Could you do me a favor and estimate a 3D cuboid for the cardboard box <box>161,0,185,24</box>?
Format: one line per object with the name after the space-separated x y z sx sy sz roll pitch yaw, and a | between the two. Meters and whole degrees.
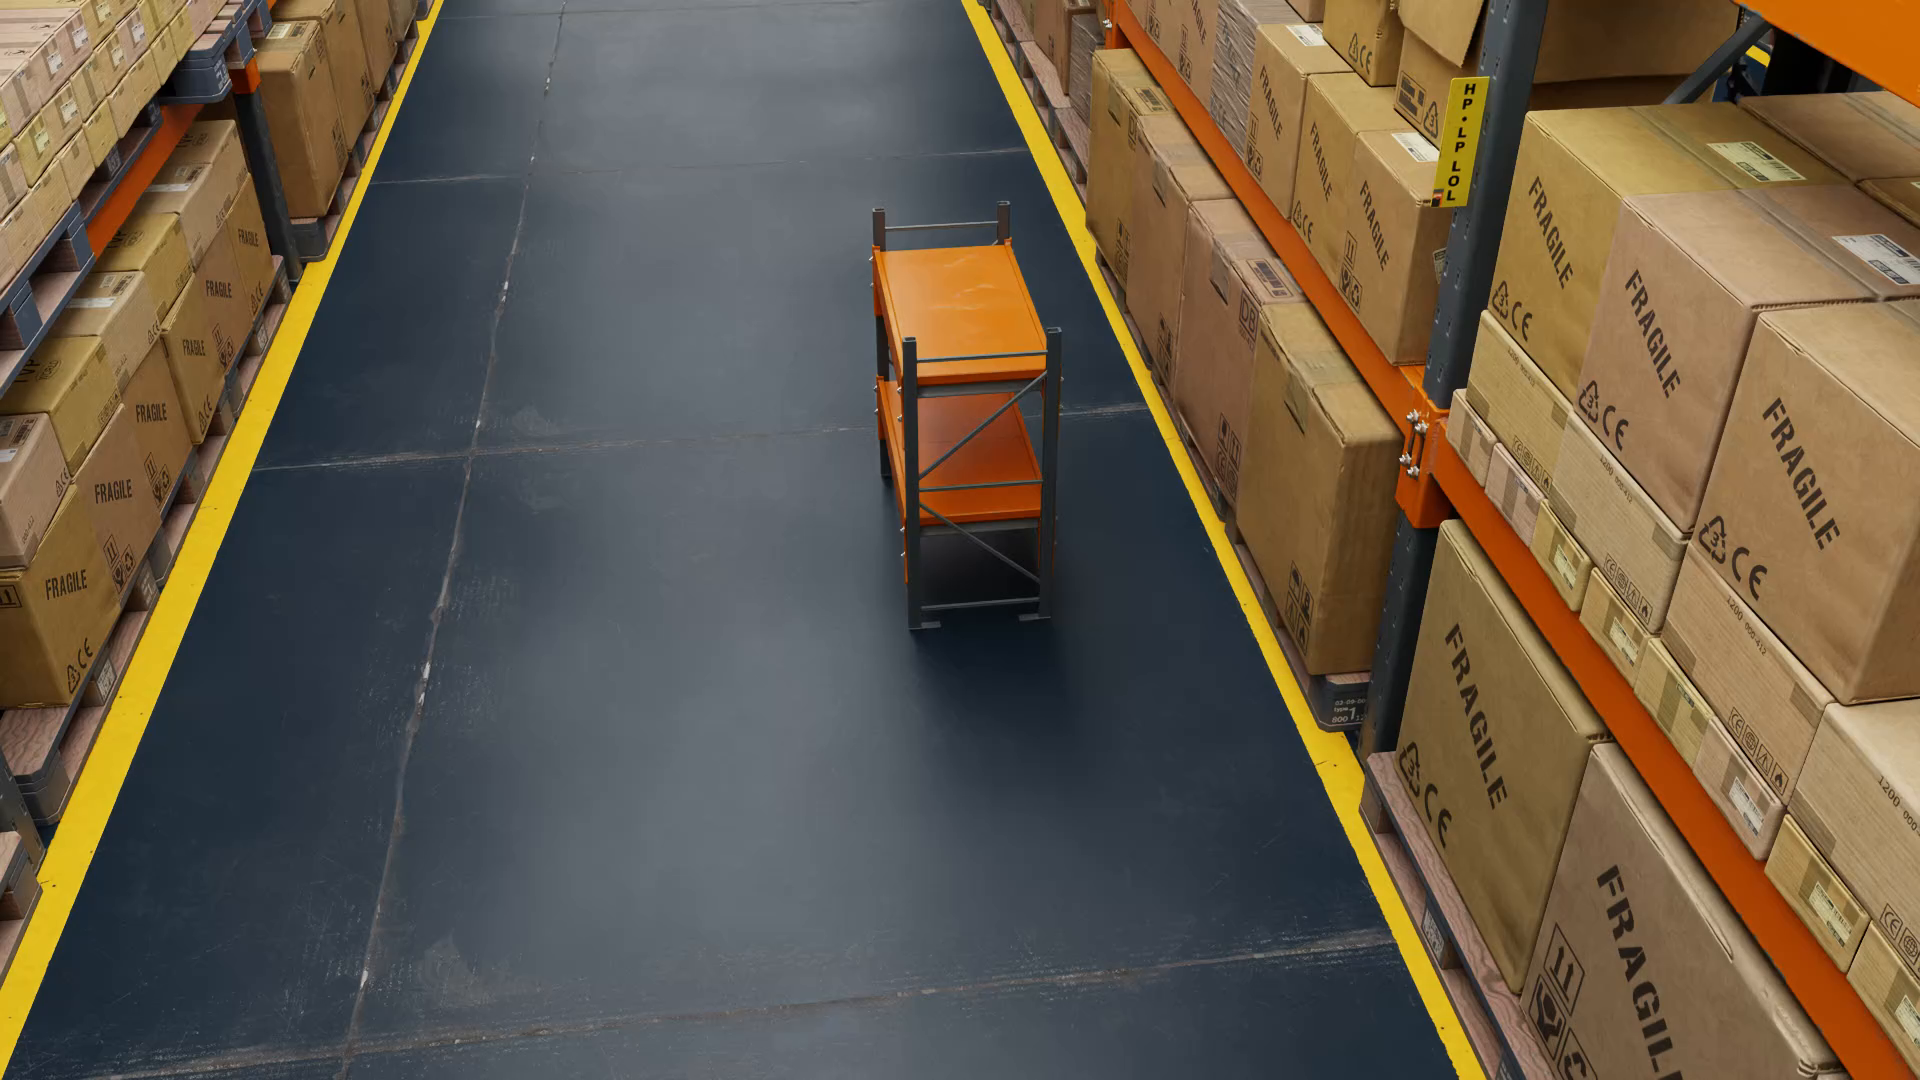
-3.086 -1.994 6.098 0.380 0.149 0.250 -4 35 -6 | cardboard box

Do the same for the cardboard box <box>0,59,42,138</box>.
-2.879 -1.254 4.748 0.380 0.149 0.250 -5 35 -7 | cardboard box

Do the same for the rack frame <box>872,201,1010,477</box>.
-0.067 -0.745 6.344 0.500 1.125 0.032 -4 35 -6 | rack frame

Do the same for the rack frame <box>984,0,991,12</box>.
0.678 -5.029 10.966 1.000 3.000 0.127 -4 35 -6 | rack frame

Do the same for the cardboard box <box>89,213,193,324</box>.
-3.229 -1.001 6.235 0.500 0.250 0.500 -4 34 -5 | cardboard box

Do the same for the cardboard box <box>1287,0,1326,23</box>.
1.480 -2.106 5.697 0.797 0.503 0.637 -3 34 -5 | cardboard box

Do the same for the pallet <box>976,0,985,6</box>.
0.553 -4.249 12.297 1.003 0.211 1.213 -4 35 -6 | pallet

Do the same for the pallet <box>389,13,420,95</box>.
-4.072 -3.133 10.659 1.003 0.211 1.213 -4 35 -6 | pallet

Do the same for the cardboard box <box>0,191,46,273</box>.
-2.845 -0.864 4.704 0.380 0.149 0.250 -4 34 -6 | cardboard box

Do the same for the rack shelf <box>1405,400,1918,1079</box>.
2.023 0.849 2.980 1.077 0.370 4.000 -4 35 -6 | rack shelf

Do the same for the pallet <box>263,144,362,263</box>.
-3.744 -1.771 8.661 1.003 0.211 1.213 -4 35 -6 | pallet

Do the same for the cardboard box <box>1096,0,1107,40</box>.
1.015 -2.922 9.038 0.500 0.250 0.500 -1 34 -1 | cardboard box

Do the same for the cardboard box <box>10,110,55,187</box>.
-2.879 -1.126 4.825 0.380 0.149 0.250 -6 35 -8 | cardboard box

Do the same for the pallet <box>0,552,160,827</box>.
-3.281 0.472 5.369 1.003 0.211 1.213 -4 35 -6 | pallet

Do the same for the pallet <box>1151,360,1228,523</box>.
1.408 -0.520 6.825 1.003 0.211 1.213 -4 35 -6 | pallet

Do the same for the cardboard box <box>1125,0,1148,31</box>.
1.012 -2.546 7.234 0.500 0.500 0.500 -3 34 -5 | cardboard box

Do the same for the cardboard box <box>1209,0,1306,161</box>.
1.221 -1.694 5.983 0.500 0.500 0.500 -4 35 -6 | cardboard box

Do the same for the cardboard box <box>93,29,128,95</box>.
-2.984 -1.565 5.470 0.380 0.149 0.250 -5 35 -7 | cardboard box

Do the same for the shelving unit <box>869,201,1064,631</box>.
0.001 -0.461 5.928 0.538 1.125 1.048 -4 35 -6 | shelving unit

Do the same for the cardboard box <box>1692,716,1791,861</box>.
1.639 0.453 3.145 0.380 0.149 0.250 -4 34 -6 | cardboard box

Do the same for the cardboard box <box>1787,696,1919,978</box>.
1.753 0.499 2.724 0.500 0.250 0.500 -4 35 -6 | cardboard box

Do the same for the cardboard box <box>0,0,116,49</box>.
-2.987 -1.687 5.384 0.380 0.149 0.250 -3 34 -5 | cardboard box

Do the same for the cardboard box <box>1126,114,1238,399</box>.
1.400 -1.208 6.872 1.225 0.875 0.875 -4 35 -6 | cardboard box

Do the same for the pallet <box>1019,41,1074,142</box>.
0.951 -2.760 10.113 1.003 0.211 1.213 -4 35 -6 | pallet

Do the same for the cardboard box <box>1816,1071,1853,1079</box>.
2.004 1.513 2.880 0.875 0.875 0.875 -4 35 -6 | cardboard box

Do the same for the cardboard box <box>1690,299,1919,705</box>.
1.698 -0.084 2.912 0.500 0.500 0.500 -5 35 -8 | cardboard box

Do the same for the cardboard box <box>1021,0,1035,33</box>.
0.785 -3.566 10.648 0.700 0.500 0.500 -5 35 -7 | cardboard box

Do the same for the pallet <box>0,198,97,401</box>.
-3.133 -0.604 4.643 1.003 0.211 1.213 -4 35 -6 | pallet

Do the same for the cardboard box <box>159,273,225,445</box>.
-3.212 -0.687 6.441 0.500 0.500 0.500 -6 35 -9 | cardboard box

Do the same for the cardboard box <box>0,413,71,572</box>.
-3.012 -0.128 4.956 0.500 0.250 0.500 -6 35 -8 | cardboard box

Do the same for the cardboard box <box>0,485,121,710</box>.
-3.011 0.181 5.167 0.500 0.500 0.500 -3 34 -5 | cardboard box

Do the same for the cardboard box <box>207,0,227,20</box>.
-3.159 -2.168 6.618 0.380 0.149 0.250 -4 35 -7 | cardboard box

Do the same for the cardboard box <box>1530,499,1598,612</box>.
1.535 0.023 3.776 0.380 0.149 0.250 -3 34 -5 | cardboard box

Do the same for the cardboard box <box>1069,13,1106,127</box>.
1.019 -2.627 9.270 0.700 0.500 0.500 -7 35 -10 | cardboard box

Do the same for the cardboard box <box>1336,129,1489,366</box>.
1.420 -0.846 4.740 0.500 0.500 0.500 -4 35 -6 | cardboard box

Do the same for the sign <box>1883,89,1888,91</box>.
2.304 -0.998 4.212 0.100 0.325 0.005 -4 35 -6 | sign

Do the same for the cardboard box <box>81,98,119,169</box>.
-2.953 -1.298 5.342 0.380 0.149 0.250 -5 35 -7 | cardboard box

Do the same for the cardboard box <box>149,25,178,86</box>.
-3.057 -1.735 5.983 0.380 0.149 0.250 -6 35 -8 | cardboard box

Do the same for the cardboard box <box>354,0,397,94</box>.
-3.952 -3.075 9.724 1.050 0.750 0.750 -4 35 -6 | cardboard box

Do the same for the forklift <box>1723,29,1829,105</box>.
3.577 -1.820 6.318 1.130 2.935 3.031 5 35 7 | forklift

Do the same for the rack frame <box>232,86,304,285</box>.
-3.713 -2.478 7.222 1.000 3.000 0.127 -4 35 -6 | rack frame

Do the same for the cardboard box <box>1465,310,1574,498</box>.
1.557 -0.344 3.960 0.500 0.250 0.500 -5 35 -7 | cardboard box
